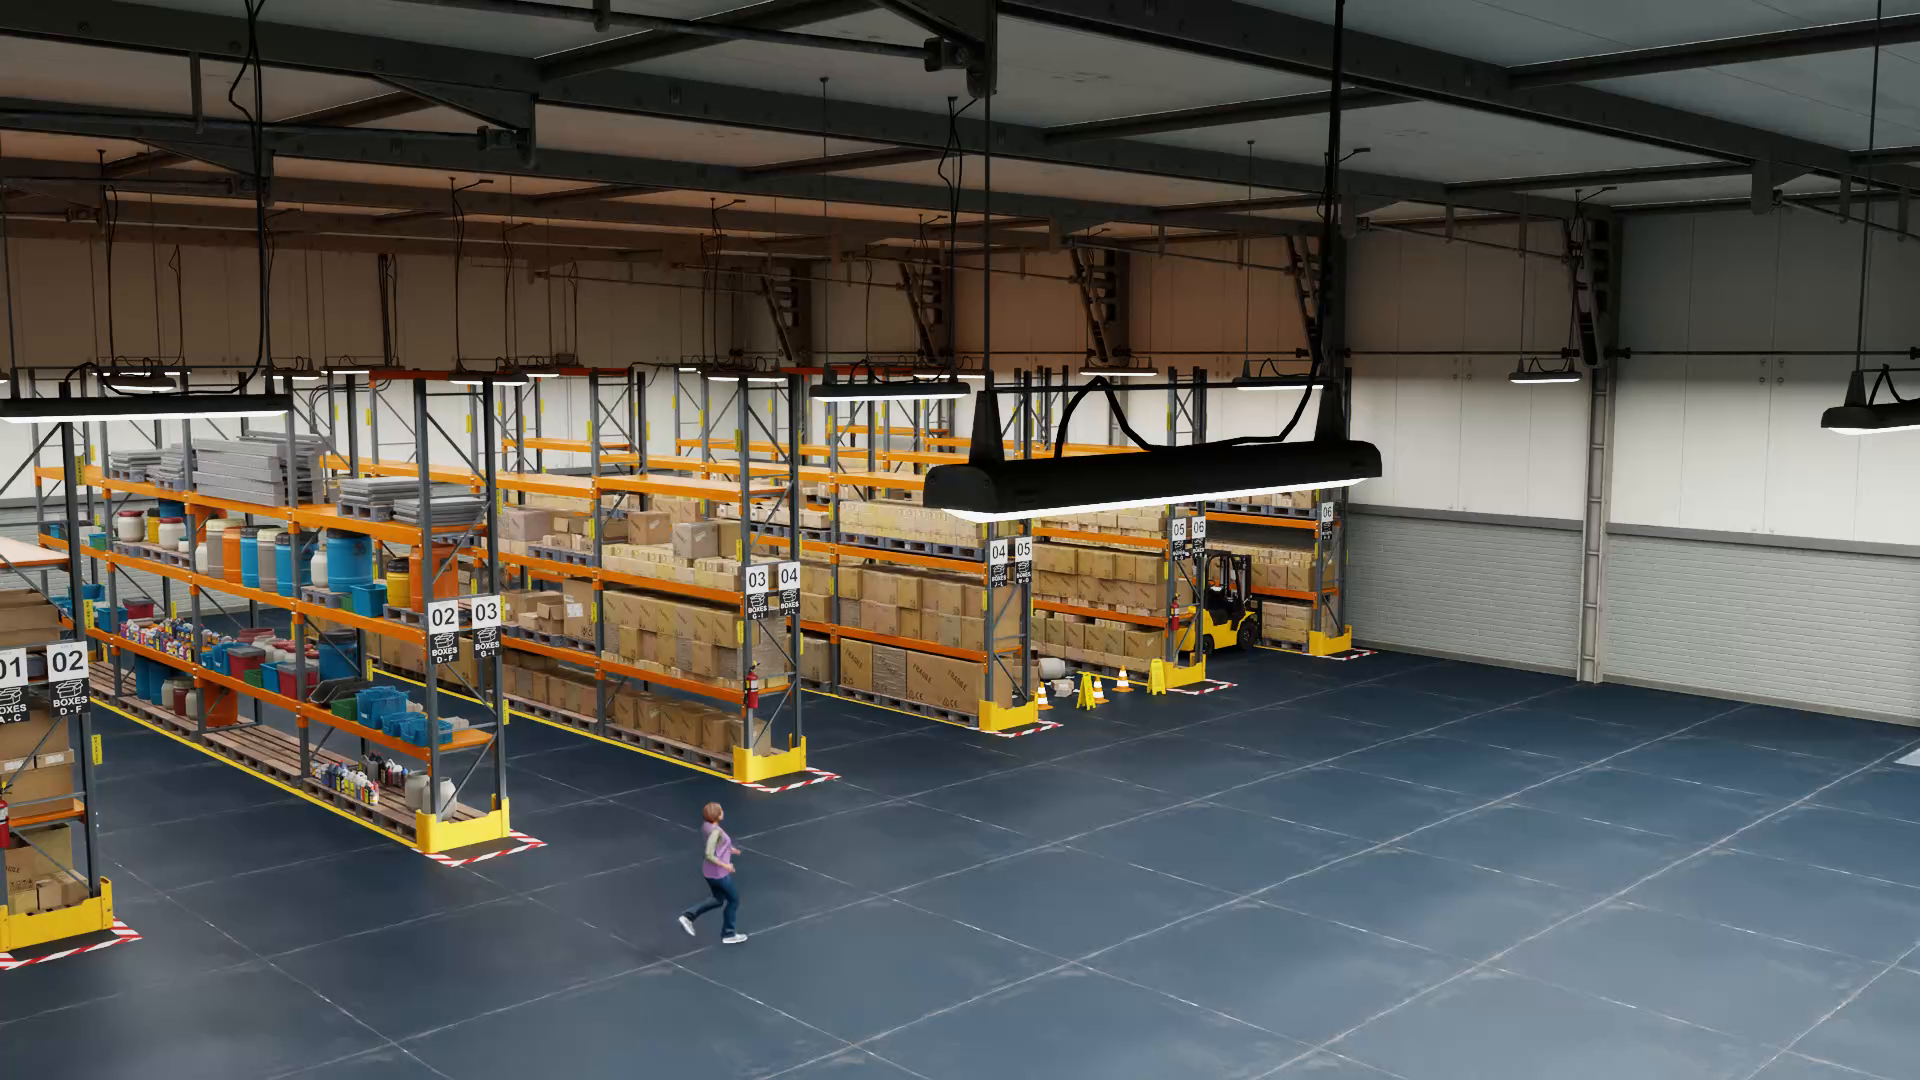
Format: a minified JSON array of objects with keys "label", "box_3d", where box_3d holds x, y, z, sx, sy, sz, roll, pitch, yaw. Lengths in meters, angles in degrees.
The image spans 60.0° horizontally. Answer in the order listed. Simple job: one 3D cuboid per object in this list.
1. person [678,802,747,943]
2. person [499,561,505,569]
[{"label":"person","box_3d":[-2.632,3.560,17.721,0.730,1.560,0.546,-3,7,-22]},{"label":"person","box_3d":[-11.266,0.979,40.535,0.592,1.598,0.518,6,9,43]}]
